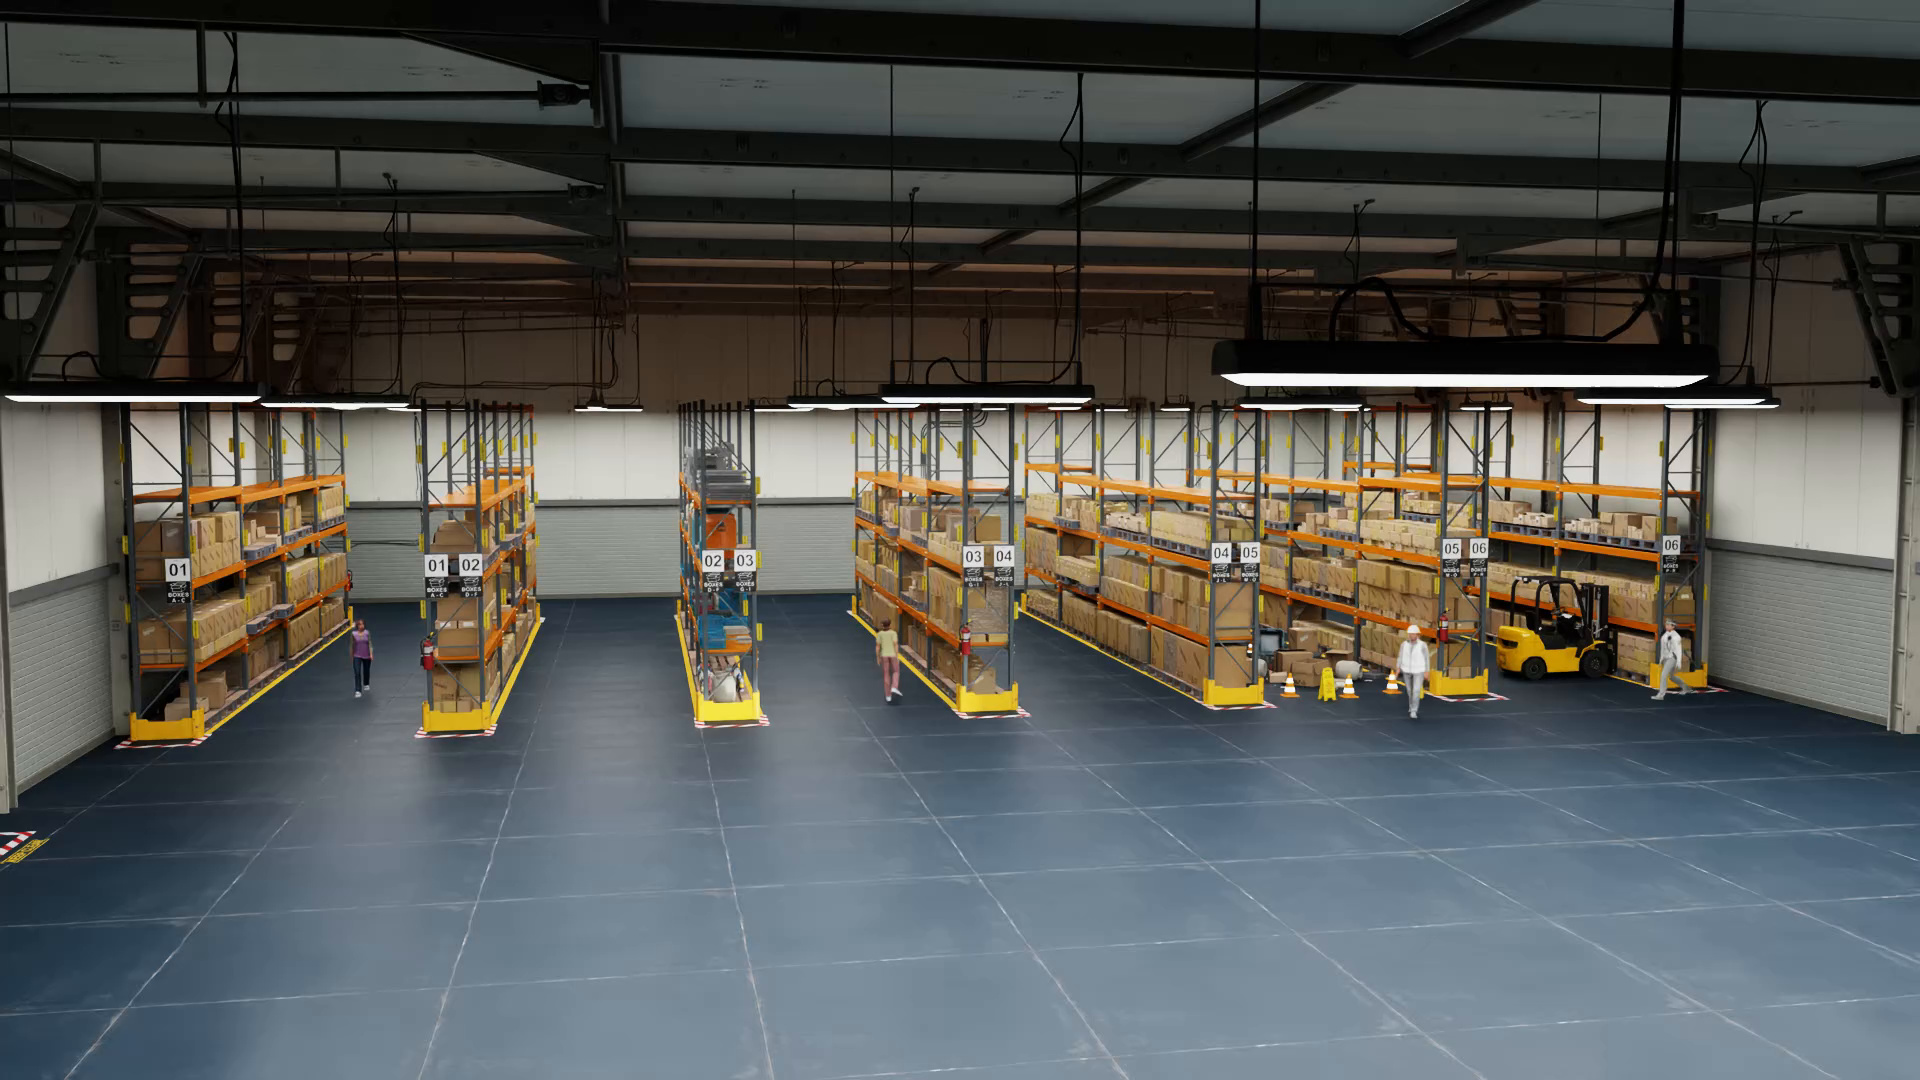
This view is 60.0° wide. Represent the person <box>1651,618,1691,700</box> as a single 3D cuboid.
[{"bbox_3d":[14.283,2.376,33.337,0.970,1.638,0.484,-1,4,-11],"label":"person"}]

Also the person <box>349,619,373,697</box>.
[{"bbox_3d":[-12.186,2.375,33.848,0.463,1.539,0.972,-1,5,-17],"label":"person"}]

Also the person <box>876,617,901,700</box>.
[{"bbox_3d":[-1.430,2.372,33.312,0.512,1.662,0.471,0,4,-3],"label":"person"}]

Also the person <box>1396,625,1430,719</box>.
[{"bbox_3d":[8.540,2.467,31.404,0.583,1.718,1.013,3,5,33],"label":"person"}]
